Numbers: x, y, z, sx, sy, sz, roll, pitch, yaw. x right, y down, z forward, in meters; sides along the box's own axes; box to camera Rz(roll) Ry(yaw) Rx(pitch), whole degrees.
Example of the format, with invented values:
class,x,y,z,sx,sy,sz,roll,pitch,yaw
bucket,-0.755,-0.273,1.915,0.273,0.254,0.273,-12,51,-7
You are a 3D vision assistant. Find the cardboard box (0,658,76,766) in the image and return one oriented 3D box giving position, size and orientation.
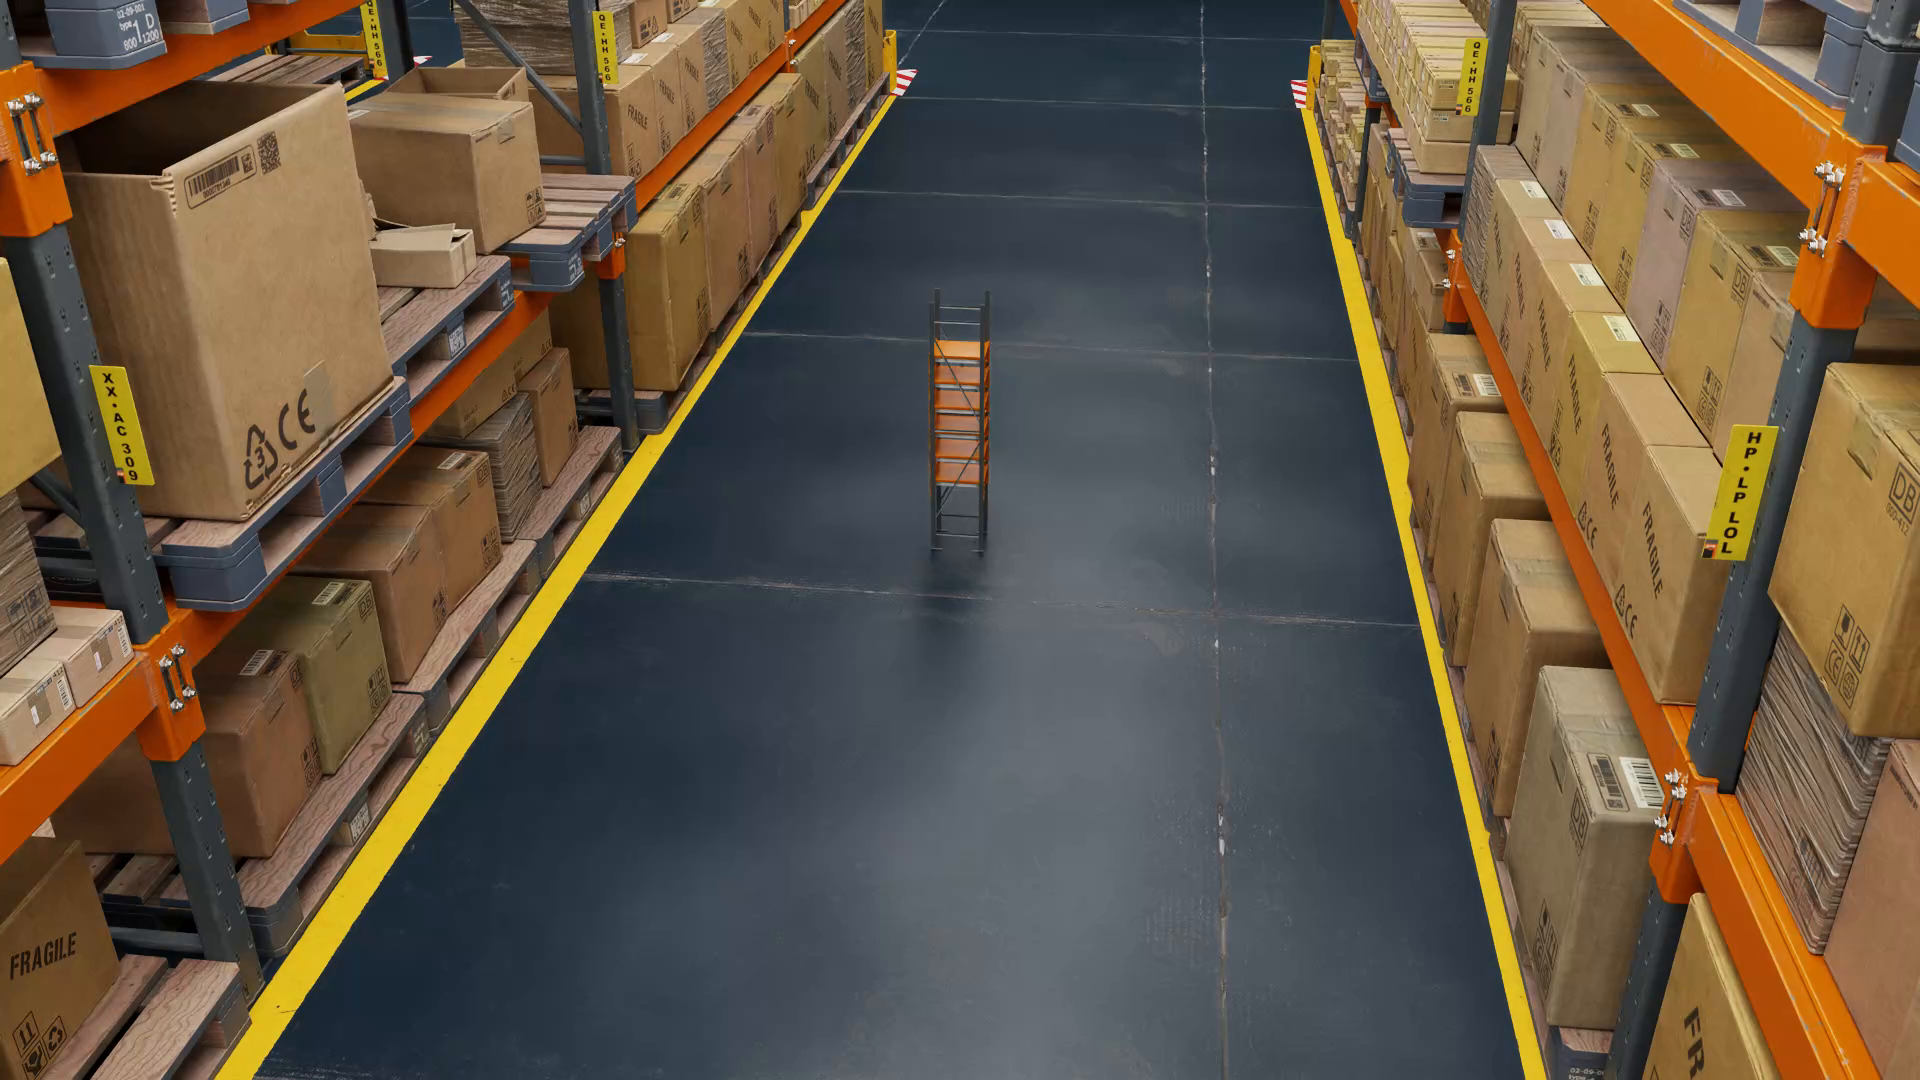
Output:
class,x,y,z,sx,sy,sz,roll,pitch,yaw
cardboard box,-2.437,0.412,4.088,0.380,0.149,0.250,3,28,6

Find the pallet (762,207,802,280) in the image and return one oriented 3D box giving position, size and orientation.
class,x,y,z,sx,sy,sz,roll,pitch,yaw
pallet,-1.702,-2.105,11.435,1.003,0.211,1.213,3,28,6

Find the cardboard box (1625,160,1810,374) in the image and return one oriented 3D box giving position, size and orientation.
class,x,y,z,sx,sy,sz,roll,pitch,yaw
cardboard box,2.426,-0.797,4.907,0.700,0.500,0.500,4,29,7

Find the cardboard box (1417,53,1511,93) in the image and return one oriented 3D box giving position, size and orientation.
class,x,y,z,sx,sy,sz,roll,pitch,yaw
cardboard box,2.376,-2.193,7.853,0.380,0.149,0.250,3,28,6

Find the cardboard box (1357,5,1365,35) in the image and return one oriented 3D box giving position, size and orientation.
class,x,y,z,sx,sy,sz,roll,pitch,yaw
cardboard box,2.723,-3.280,10.498,0.380,0.149,0.250,2,28,4

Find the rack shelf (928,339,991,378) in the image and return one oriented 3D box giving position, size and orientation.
class,x,y,z,sx,sy,sz,roll,pitch,yaw
rack shelf,-0.002,-0.799,7.303,0.258,0.103,0.180,3,28,6

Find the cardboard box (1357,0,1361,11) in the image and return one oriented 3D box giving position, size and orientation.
class,x,y,z,sx,sy,sz,roll,pitch,yaw
cardboard box,3.105,-3.901,12.094,0.380,0.149,0.250,2,28,4

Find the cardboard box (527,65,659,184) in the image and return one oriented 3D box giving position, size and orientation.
class,x,y,z,sx,sy,sz,roll,pitch,yaw
cardboard box,-1.843,-2.074,8.332,0.500,0.500,0.500,4,29,8

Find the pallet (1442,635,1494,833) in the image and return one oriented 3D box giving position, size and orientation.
class,x,y,z,sx,sy,sz,roll,pitch,yaw
pallet,2.414,0.686,6.255,1.003,0.211,1.213,3,28,6

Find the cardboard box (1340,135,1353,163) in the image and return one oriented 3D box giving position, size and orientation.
class,x,y,z,sx,sy,sz,roll,pitch,yaw
cardboard box,2.987,-2.847,12.122,0.380,0.149,0.250,2,28,4

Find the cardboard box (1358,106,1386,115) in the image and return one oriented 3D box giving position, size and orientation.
class,x,y,z,sx,sy,sz,roll,pitch,yaw
cardboard box,3.138,-3.096,12.271,0.380,0.149,0.250,4,29,8

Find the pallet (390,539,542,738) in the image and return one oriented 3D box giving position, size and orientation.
class,x,y,z,sx,sy,sz,roll,pitch,yaw
pallet,-2.422,0.351,6.876,1.003,0.211,1.213,3,28,6

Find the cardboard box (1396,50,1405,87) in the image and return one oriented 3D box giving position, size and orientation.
class,x,y,z,sx,sy,sz,roll,pitch,yaw
cardboard box,2.471,-2.430,8.607,0.380,0.149,0.250,3,28,6

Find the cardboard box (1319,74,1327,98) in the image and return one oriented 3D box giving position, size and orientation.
class,x,y,z,sx,sy,sz,roll,pitch,yaw
cardboard box,3.336,-3.949,14.480,0.380,0.149,0.250,4,29,7

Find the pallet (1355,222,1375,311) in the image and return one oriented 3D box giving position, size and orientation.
class,x,y,z,sx,sy,sz,roll,pitch,yaw
pallet,3.134,-1.770,10.813,1.003,0.211,1.213,3,28,6

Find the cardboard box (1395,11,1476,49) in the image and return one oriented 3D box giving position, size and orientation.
class,x,y,z,sx,sy,sz,roll,pitch,yaw
cardboard box,2.503,-2.684,8.763,0.380,0.149,0.250,5,29,9

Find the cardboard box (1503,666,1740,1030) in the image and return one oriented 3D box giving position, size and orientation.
class,x,y,z,sx,sy,sz,roll,pitch,yaw
cardboard box,2.234,0.909,4.828,1.050,0.750,0.750,3,28,6

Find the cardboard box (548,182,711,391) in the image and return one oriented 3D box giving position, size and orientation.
class,x,y,z,sx,sy,sz,roll,pitch,yaw
cardboard box,-2.067,-1.390,8.966,1.225,0.875,0.875,2,28,4

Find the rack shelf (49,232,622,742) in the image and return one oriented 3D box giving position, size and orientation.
class,x,y,z,sx,sy,sz,roll,pitch,yaw
rack shelf,-2.418,-0.559,6.384,1.077,0.370,4.000,3,28,6

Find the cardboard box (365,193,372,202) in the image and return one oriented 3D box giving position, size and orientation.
class,x,y,z,sx,sy,sz,roll,pitch,yaw
cardboard box,-2.606,-1.161,6.457,0.500,0.250,0.500,3,28,5

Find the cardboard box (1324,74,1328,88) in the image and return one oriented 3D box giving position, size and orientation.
class,x,y,z,sx,sy,sz,roll,pitch,yaw
cardboard box,3.309,-3.951,14.170,0.380,0.149,0.250,3,28,6

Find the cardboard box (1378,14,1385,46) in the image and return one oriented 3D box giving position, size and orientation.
class,x,y,z,sx,sy,sz,roll,pitch,yaw
cardboard box,2.600,-2.918,9.512,0.380,0.149,0.250,4,29,8

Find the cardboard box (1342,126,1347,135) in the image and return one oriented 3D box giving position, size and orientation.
class,x,y,z,sx,sy,sz,roll,pitch,yaw
cardboard box,3.163,-3.105,12.913,0.380,0.149,0.250,4,29,7

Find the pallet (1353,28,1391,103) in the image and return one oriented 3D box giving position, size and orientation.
class,x,y,z,sx,sy,sz,roll,pitch,yaw
pallet,2.990,-2.929,10.226,1.003,0.211,1.213,3,28,6

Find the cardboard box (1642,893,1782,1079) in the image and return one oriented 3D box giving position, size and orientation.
class,x,y,z,sx,sy,sz,roll,pitch,yaw
cardboard box,2.101,1.444,3.705,0.875,0.875,0.875,4,29,7

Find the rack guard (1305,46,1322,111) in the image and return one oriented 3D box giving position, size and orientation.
class,x,y,z,sx,sy,sz,roll,pitch,yaw
rack guard,3.708,-4.111,14.854,1.175,0.500,0.348,3,28,6

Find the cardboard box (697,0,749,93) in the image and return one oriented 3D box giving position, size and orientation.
class,x,y,z,sx,sy,sz,roll,pitch,yaw
cardboard box,-1.593,-3.029,10.105,0.500,0.500,0.500,3,28,6

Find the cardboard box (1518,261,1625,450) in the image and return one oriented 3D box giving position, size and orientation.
class,x,y,z,sx,sy,sz,roll,pitch,yaw
cardboard box,2.230,-0.619,5.630,0.500,0.500,0.500,3,28,6

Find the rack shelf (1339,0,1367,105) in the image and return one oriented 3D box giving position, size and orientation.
class,x,y,z,sx,sy,sz,roll,pitch,yaw
rack shelf,3.473,-3.989,12.750,1.077,0.370,4.000,3,28,6

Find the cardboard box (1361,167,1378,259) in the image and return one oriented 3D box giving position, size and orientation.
class,x,y,z,sx,sy,sz,roll,pitch,yaw
cardboard box,2.874,-2.116,10.708,0.500,0.500,0.500,4,29,8

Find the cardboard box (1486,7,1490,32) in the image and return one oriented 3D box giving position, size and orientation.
class,x,y,z,sx,sy,sz,roll,pitch,yaw
cardboard box,3.281,-3.001,9.667,0.380,0.149,0.250,2,28,5

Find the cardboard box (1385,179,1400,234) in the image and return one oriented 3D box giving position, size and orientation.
class,x,y,z,sx,sy,sz,roll,pitch,yaw
cardboard box,2.745,-1.956,9.620,0.500,0.250,0.500,4,29,8

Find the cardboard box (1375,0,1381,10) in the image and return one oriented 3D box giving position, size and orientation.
class,x,y,z,sx,sy,sz,roll,pitch,yaw
cardboard box,2.628,-3.172,9.671,0.380,0.149,0.250,3,28,6

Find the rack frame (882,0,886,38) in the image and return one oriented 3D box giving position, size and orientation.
class,x,y,z,sx,sy,sz,roll,pitch,yaw
rack frame,-1.192,-5.583,14.951,1.000,3.000,0.127,3,28,6

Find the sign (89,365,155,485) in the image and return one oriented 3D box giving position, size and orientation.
class,x,y,z,sx,sy,sz,roll,pitch,yaw
sign,-2.123,-0.288,4.209,0.100,0.325,0.005,3,28,6

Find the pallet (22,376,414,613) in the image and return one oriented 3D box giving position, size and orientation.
class,x,y,z,sx,sy,sz,roll,pitch,yaw
pallet,-2.425,-0.201,5.163,1.003,0.211,1.213,3,28,6

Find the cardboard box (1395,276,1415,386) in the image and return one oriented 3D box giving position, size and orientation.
class,x,y,z,sx,sy,sz,roll,pitch,yaw
cardboard box,2.626,-1.135,8.887,0.500,0.500,0.500,4,29,8

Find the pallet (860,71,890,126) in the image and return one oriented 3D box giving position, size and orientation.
class,x,y,z,sx,sy,sz,roll,pitch,yaw
pallet,-1.213,-3.974,14.905,1.003,0.211,1.213,3,28,6

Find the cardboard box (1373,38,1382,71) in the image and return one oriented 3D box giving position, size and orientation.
class,x,y,z,sx,sy,sz,roll,pitch,yaw
cardboard box,2.598,-2.794,9.595,0.380,0.149,0.250,2,28,4

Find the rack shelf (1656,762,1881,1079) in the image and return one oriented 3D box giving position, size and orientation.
class,x,y,z,sx,sy,sz,roll,pitch,yaw
rack shelf,2.002,1.660,2.266,1.077,0.370,4.000,3,28,6

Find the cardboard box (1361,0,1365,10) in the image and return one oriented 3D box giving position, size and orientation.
class,x,y,z,sx,sy,sz,roll,pitch,yaw
cardboard box,2.723,-3.411,10.427,0.380,0.149,0.250,4,29,7

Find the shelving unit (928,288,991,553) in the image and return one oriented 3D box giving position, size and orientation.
class,x,y,z,sx,sy,sz,roll,pitch,yaw
shelving unit,-0.002,-0.521,7.453,0.258,1.200,0.189,3,28,6

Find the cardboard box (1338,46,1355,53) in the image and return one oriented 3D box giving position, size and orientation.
class,x,y,z,sx,sy,sz,roll,pitch,yaw
cardboard box,3.402,-4.075,14.088,0.380,0.149,0.250,4,29,7

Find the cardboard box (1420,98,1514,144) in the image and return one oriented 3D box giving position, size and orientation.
class,x,y,z,sx,sy,sz,roll,pitch,yaw
cardboard box,2.346,-1.946,7.707,0.380,0.149,0.250,4,29,7

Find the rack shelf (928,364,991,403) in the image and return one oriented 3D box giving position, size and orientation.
class,x,y,z,sx,sy,sz,roll,pitch,yaw
rack shelf,-0.002,-0.694,7.360,0.258,0.103,0.180,3,28,6

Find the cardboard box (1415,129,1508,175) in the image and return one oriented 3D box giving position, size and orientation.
class,x,y,z,sx,sy,sz,roll,pitch,yaw
cardboard box,2.342,-1.815,7.778,0.380,0.149,0.250,4,29,7

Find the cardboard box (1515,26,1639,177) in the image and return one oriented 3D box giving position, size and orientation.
class,x,y,z,sx,sy,sz,roll,pitch,yaw
cardboard box,2.673,-1.755,6.685,0.700,0.500,0.500,3,28,6

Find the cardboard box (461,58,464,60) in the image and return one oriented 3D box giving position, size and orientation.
class,x,y,z,sx,sy,sz,roll,pitch,yaw
cardboard box,-2.291,-2.342,8.830,0.500,0.500,0.500,3,28,6

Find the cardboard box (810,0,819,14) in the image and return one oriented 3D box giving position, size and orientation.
class,x,y,z,sx,sy,sz,roll,pitch,yaw
cardboard box,-1.252,-3.957,12.198,0.380,0.149,0.250,4,29,8

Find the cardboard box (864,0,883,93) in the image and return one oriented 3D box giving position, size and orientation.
class,x,y,z,sx,sy,sz,roll,pitch,yaw
cardboard box,-1.191,-4.527,14.787,0.875,0.875,0.875,3,28,6

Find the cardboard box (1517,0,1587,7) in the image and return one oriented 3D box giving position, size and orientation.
class,x,y,z,sx,sy,sz,roll,pitch,yaw
cardboard box,3.212,-2.887,9.141,0.380,0.149,0.250,2,28,4

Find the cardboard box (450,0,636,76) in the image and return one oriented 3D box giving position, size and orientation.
class,x,y,z,sx,sy,sz,roll,pitch,yaw
cardboard box,-2.067,-2.646,8.336,0.797,0.503,0.637,4,29,8

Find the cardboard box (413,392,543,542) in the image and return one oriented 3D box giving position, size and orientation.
class,x,y,z,sx,sy,sz,roll,pitch,yaw
cardboard box,-2.290,-0.332,7.376,0.700,0.500,0.500,1,28,2

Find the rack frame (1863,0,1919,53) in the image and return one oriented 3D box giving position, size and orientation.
class,x,y,z,sx,sy,sz,roll,pitch,yaw
rack frame,2.247,-2.240,2.419,1.000,3.000,0.127,3,28,6

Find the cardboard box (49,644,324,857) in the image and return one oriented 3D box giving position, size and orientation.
class,x,y,z,sx,sy,sz,roll,pitch,yaw
cardboard box,-2.566,0.685,5.488,0.700,0.500,0.500,1,28,2

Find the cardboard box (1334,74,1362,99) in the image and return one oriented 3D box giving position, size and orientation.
class,x,y,z,sx,sy,sz,roll,pitch,yaw
cardboard box,3.175,-3.591,13.189,0.380,0.149,0.250,4,29,7

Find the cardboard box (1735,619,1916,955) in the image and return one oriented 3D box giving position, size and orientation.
class,x,y,z,sx,sy,sz,roll,pitch,yaw
cardboard box,2.214,0.510,3.483,0.875,0.550,0.550,3,28,6

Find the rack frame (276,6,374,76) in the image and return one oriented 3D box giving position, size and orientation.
class,x,y,z,sx,sy,sz,roll,pitch,yaw
rack frame,-6.108,-5.871,15.485,1.000,3.000,0.127,3,28,6

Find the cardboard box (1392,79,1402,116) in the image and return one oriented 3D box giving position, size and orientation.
class,x,y,z,sx,sy,sz,roll,pitch,yaw
cardboard box,2.471,-2.296,8.672,0.380,0.149,0.250,2,28,4
